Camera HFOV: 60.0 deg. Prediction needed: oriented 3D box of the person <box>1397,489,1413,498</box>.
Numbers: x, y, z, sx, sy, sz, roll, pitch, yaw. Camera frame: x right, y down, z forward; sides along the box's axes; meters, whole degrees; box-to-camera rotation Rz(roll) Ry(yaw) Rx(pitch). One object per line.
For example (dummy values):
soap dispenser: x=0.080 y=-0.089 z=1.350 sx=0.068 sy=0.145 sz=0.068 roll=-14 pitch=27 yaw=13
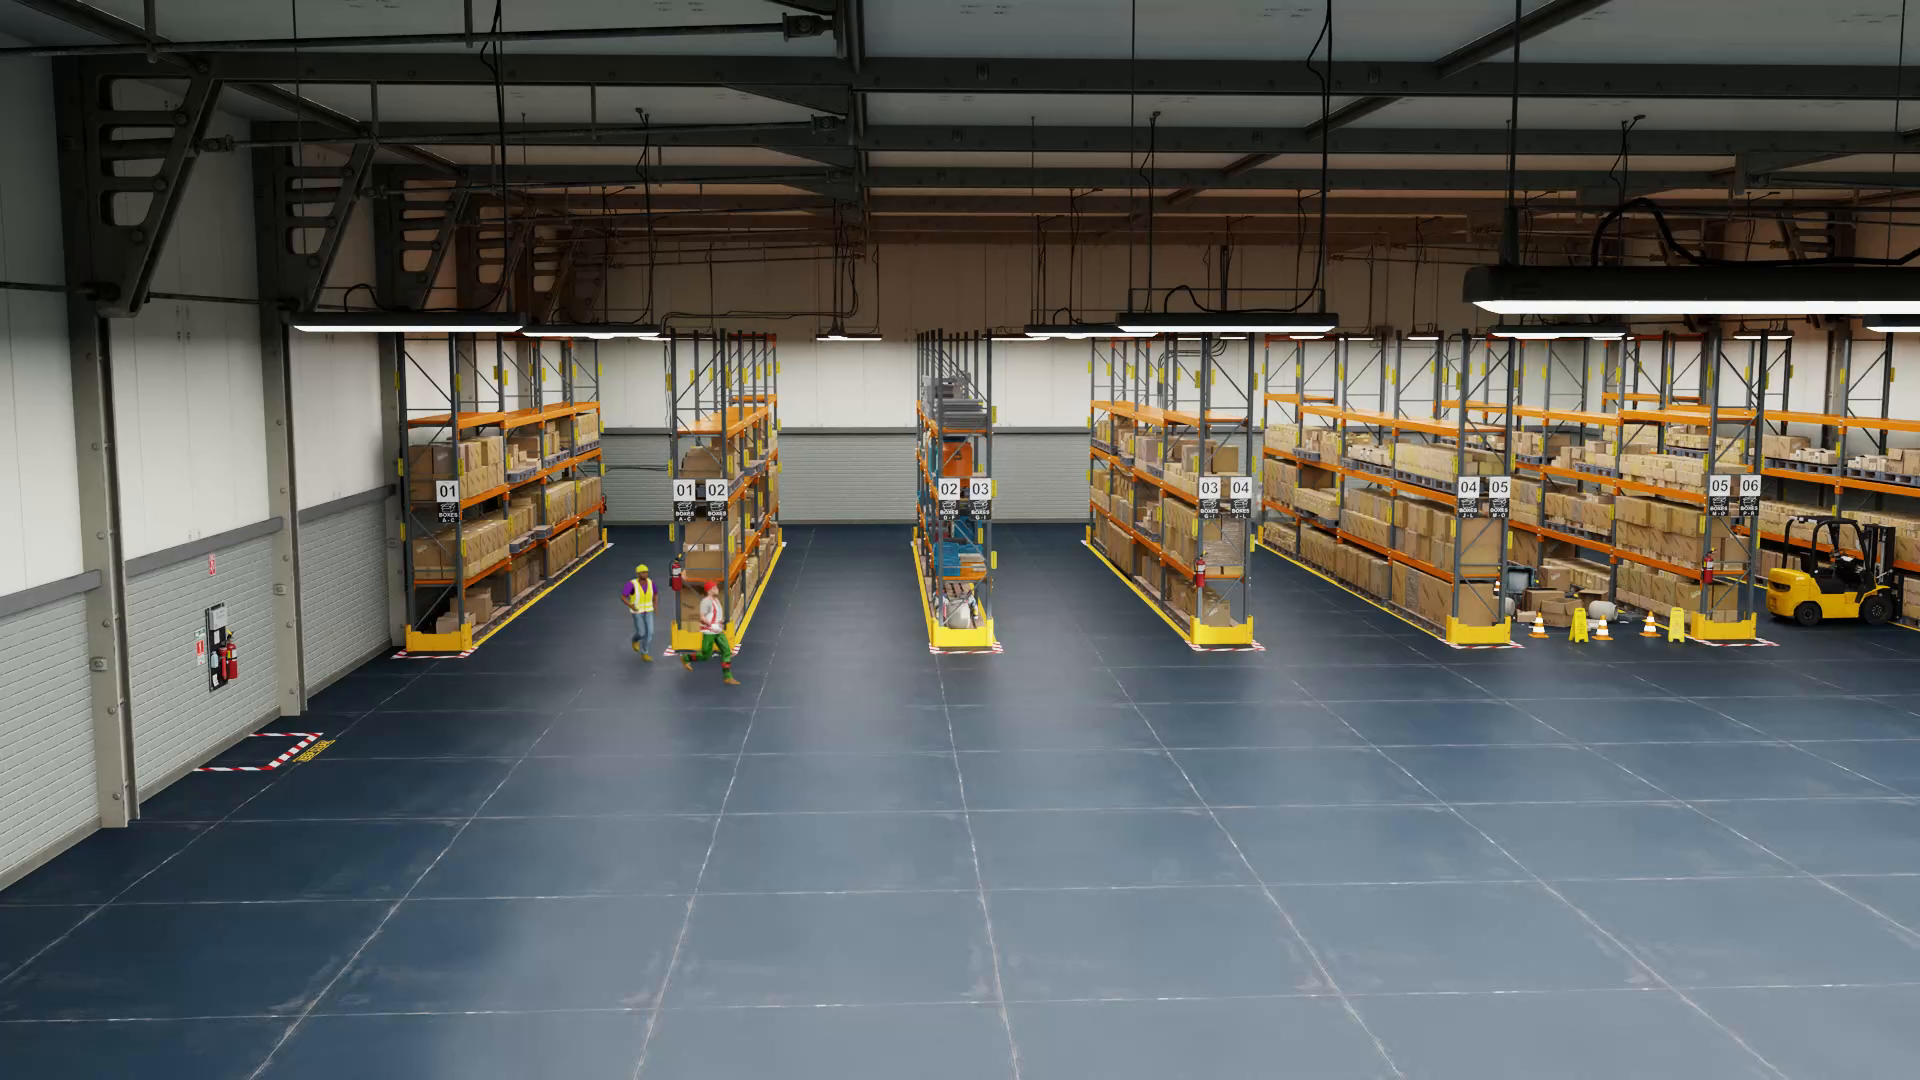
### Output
person: x=13.215 y=-0.983 z=49.496 sx=0.960 sy=1.813 sz=0.730 roll=2 pitch=7 yaw=14

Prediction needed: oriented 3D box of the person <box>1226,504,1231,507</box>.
person: x=7.429 y=-0.547 z=46.671 sx=0.555 sy=1.551 sz=0.524 roll=1 pitch=7 yaw=5

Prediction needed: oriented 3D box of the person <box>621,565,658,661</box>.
person: x=-5.808 y=1.311 z=30.300 sx=0.730 sy=1.738 sz=0.655 roll=-4 pitch=8 yaw=-33

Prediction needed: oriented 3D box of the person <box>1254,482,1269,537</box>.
person: x=9.028 y=-0.889 z=49.159 sx=0.778 sy=1.796 sz=0.725 roll=0 pitch=7 yaw=4

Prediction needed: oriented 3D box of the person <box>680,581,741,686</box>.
person: x=-4.220 y=1.568 z=28.056 sx=1.087 sy=1.771 sz=0.631 roll=3 pitch=7 yaw=22
